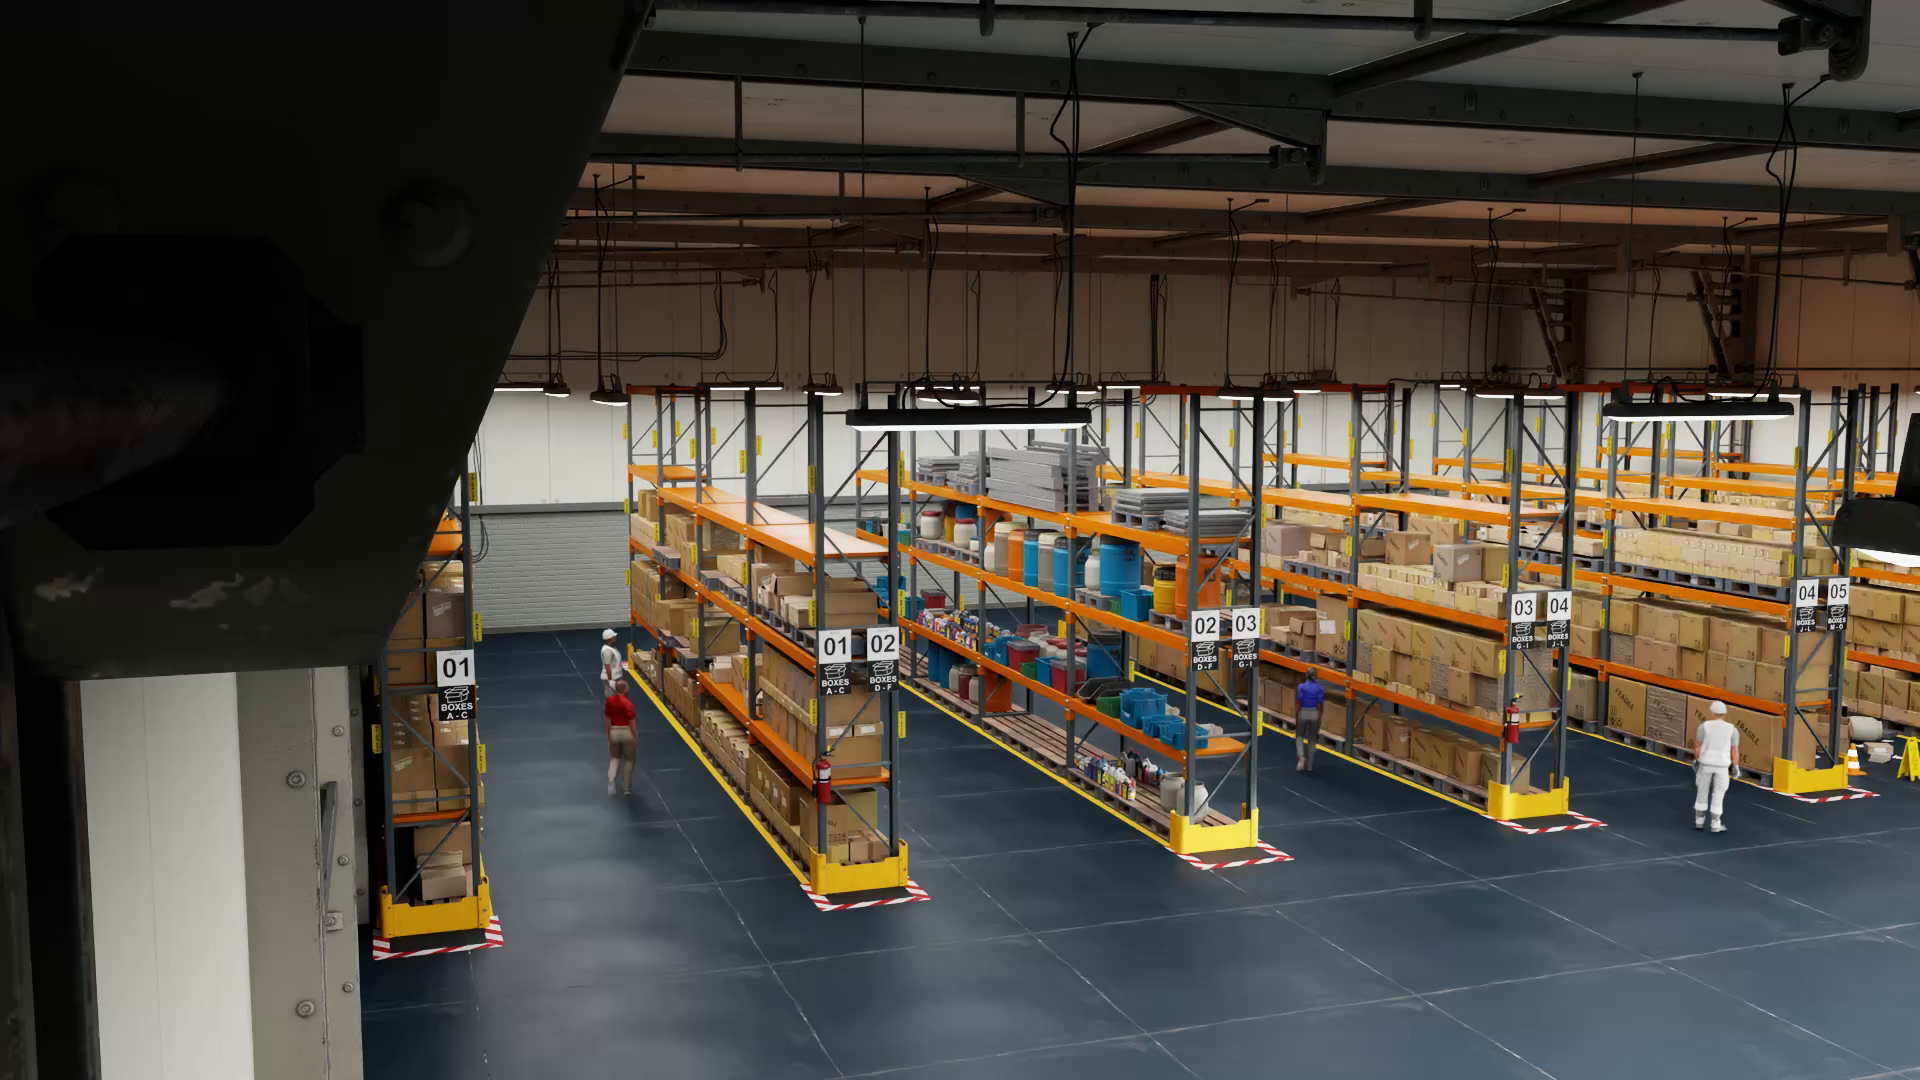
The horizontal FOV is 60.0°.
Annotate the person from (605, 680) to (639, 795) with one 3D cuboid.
[{"bbox_3d":[-5.020,2.922,24.609,0.540,1.716,0.534,1,6,10],"label":"person"}]

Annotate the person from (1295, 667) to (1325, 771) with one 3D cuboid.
[{"bbox_3d":[5.485,2.813,26.071,0.441,1.638,0.466,2,6,15],"label":"person"}]

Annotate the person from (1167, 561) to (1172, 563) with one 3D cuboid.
[{"bbox_3d":[5.065,1.335,40.340,0.585,1.650,0.482,-3,7,-30],"label":"person"}]

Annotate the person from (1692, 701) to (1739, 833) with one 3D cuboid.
[{"bbox_3d":[10.356,3.092,22.779,0.590,1.810,0.442,3,7,26],"label":"person"}]

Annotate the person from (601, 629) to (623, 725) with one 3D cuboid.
[{"bbox_3d":[-6.081,2.440,29.192,0.474,1.785,0.629,1,6,13],"label":"person"}]
